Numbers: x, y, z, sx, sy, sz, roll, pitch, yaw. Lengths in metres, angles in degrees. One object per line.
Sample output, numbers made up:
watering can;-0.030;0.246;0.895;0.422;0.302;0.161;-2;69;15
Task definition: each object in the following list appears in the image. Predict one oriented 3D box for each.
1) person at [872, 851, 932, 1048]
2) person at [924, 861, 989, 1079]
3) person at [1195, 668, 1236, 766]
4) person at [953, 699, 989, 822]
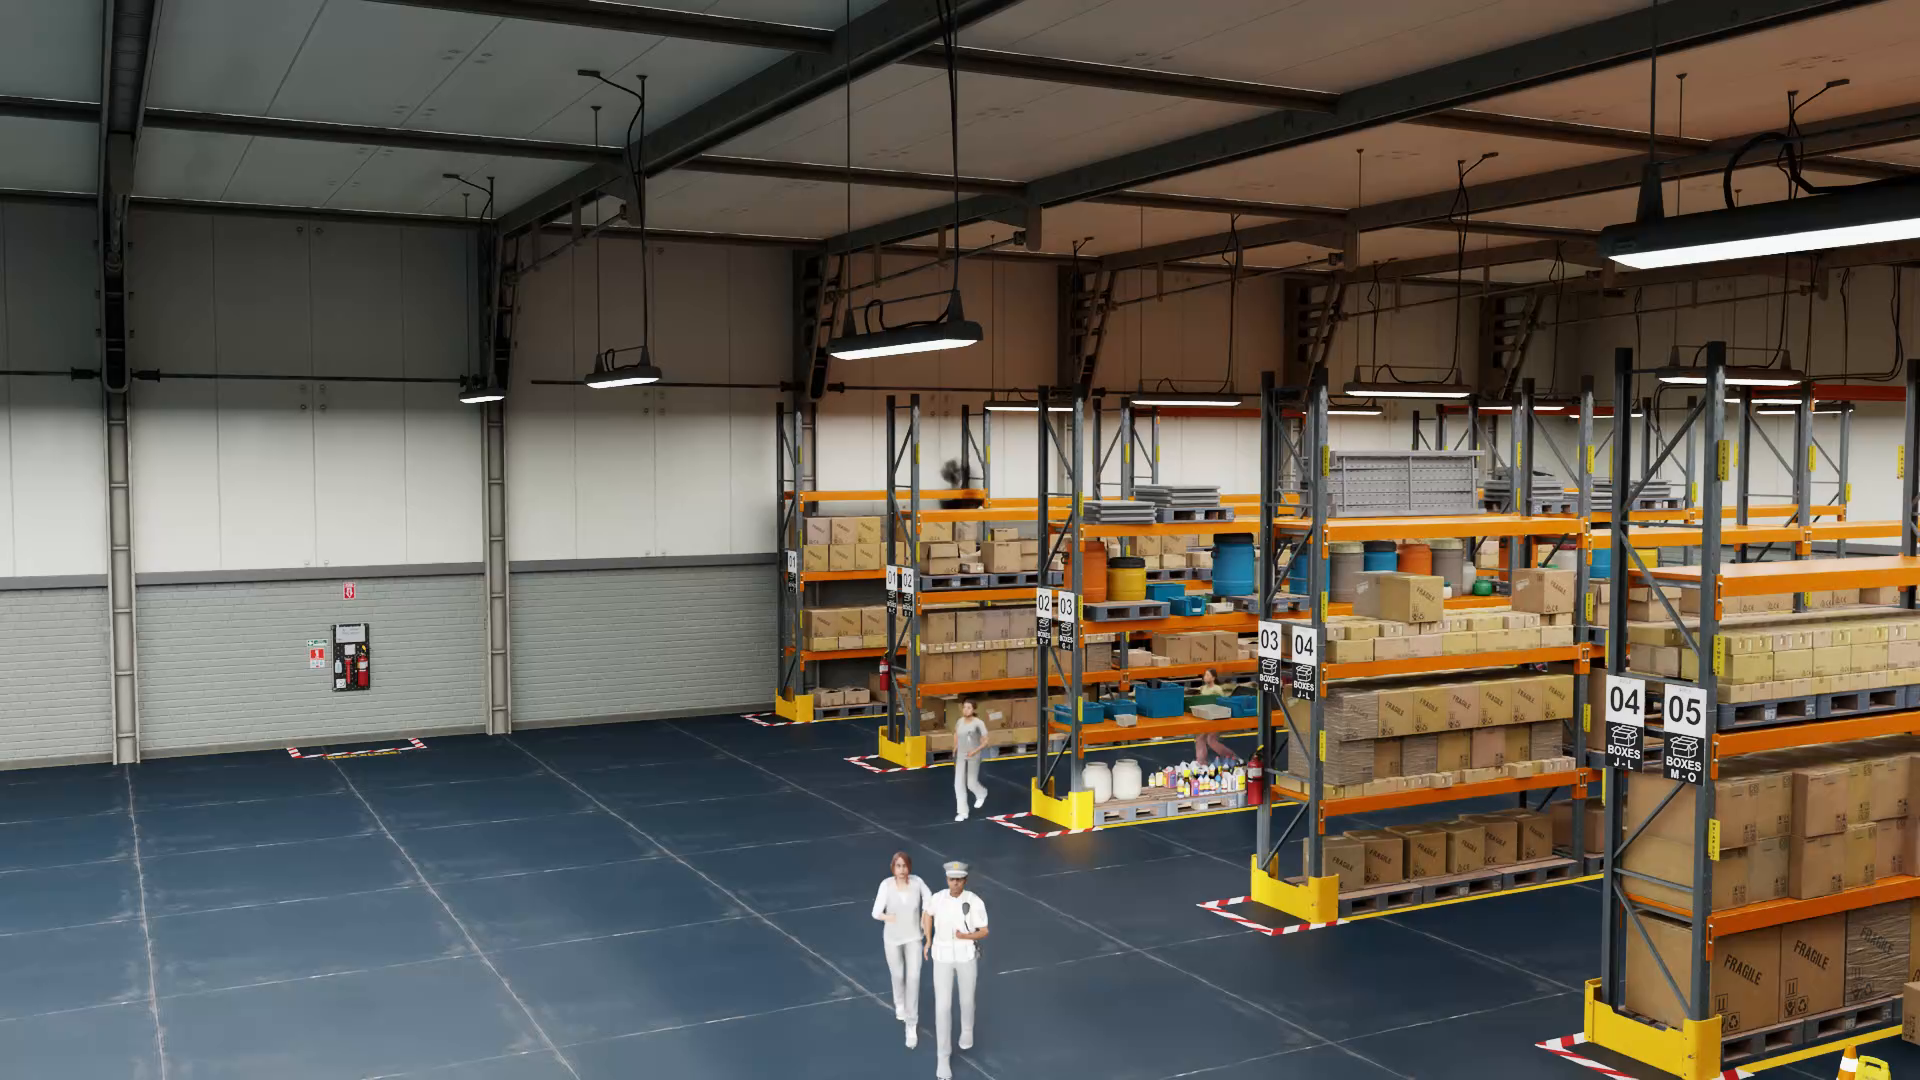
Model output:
person;-0.505;3.535;14.587;0.522;1.645;0.751;0;3;-1
person;-0.036;3.515;13.874;0.561;1.723;0.878;0;3;3
person;3.955;2.844;26.158;0.839;1.656;0.584;-2;4;-30
person;0.145;3.041;23.121;0.580;1.629;0.837;2;4;26
